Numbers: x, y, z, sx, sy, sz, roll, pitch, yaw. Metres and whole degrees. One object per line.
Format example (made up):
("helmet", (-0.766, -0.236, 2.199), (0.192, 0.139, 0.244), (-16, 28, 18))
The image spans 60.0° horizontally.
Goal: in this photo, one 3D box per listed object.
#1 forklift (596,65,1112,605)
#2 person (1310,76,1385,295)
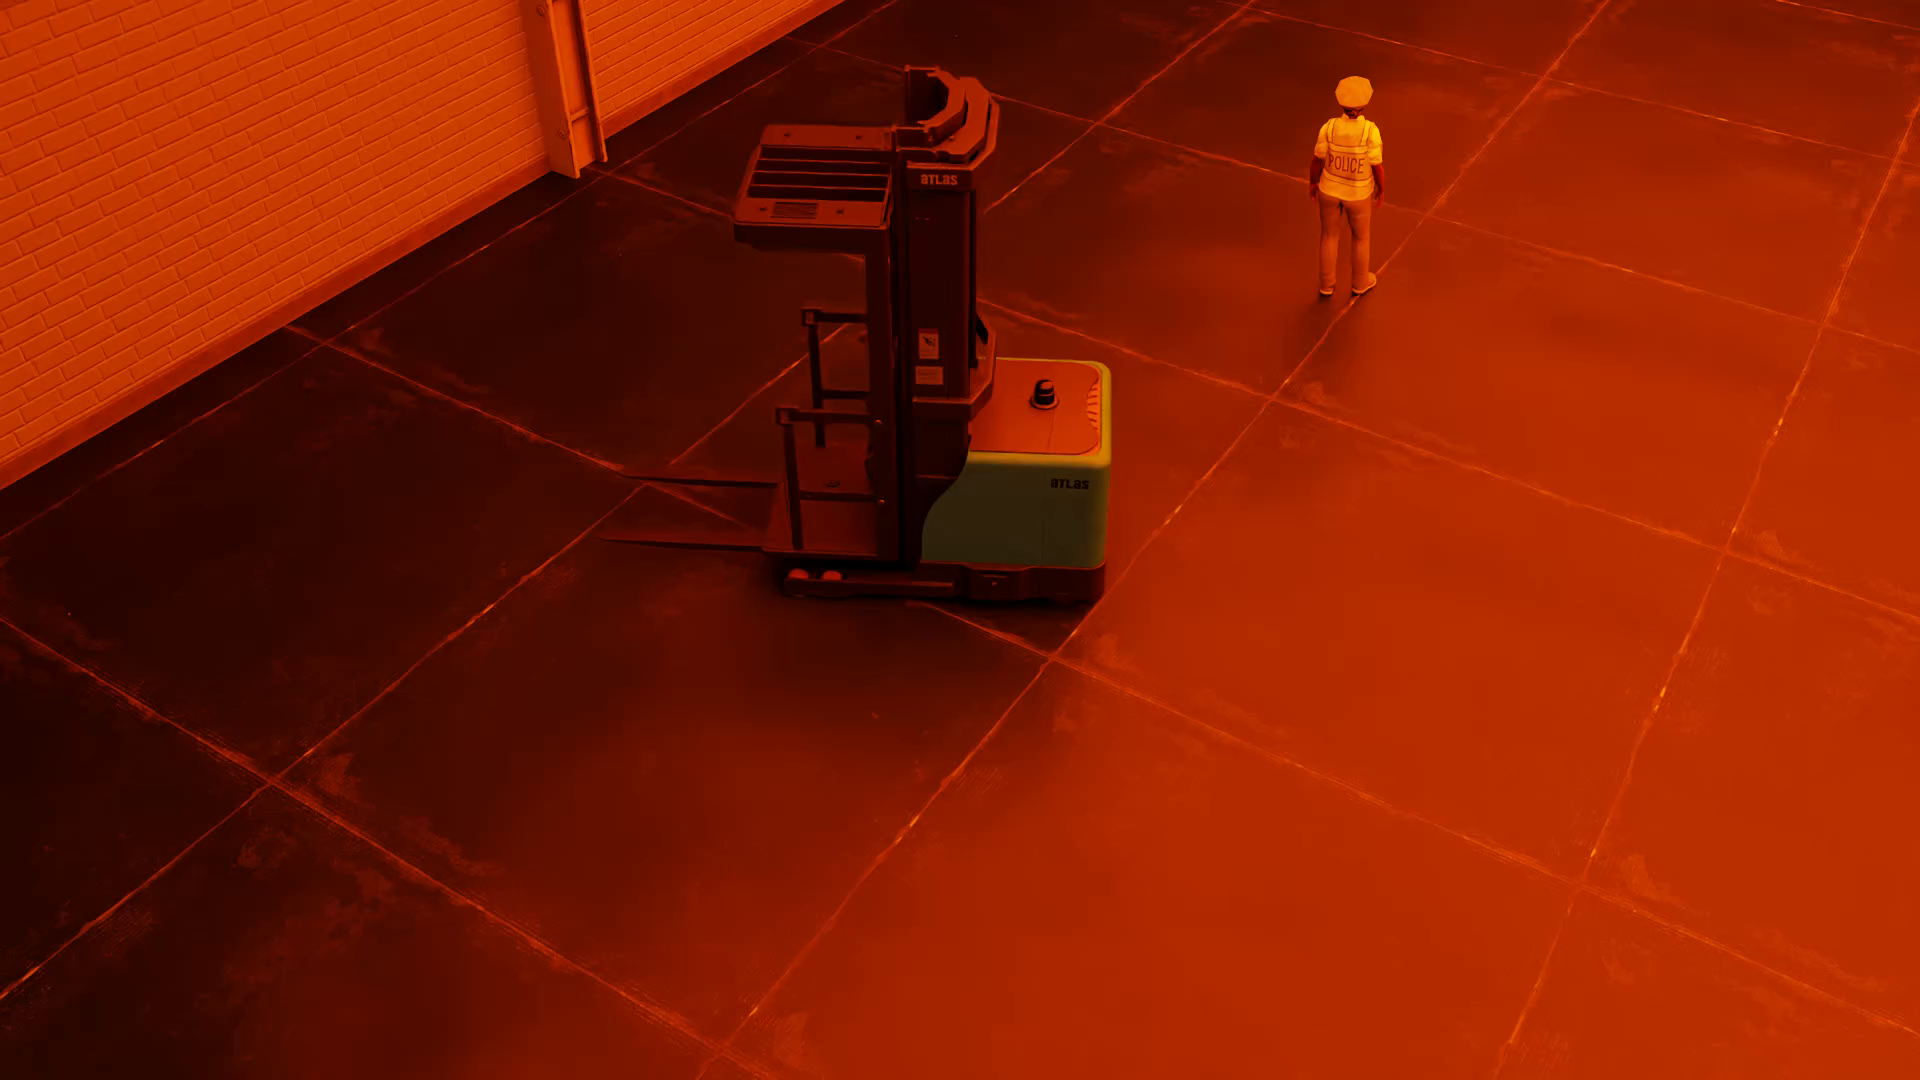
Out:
("forklift", (-0.638, -1.112, 9.279), (3.031, 2.935, 1.130), (3, 40, 3))
("person", (2.788, -2.529, 11.896), (0.569, 1.696, 0.530), (16, 43, 18))
